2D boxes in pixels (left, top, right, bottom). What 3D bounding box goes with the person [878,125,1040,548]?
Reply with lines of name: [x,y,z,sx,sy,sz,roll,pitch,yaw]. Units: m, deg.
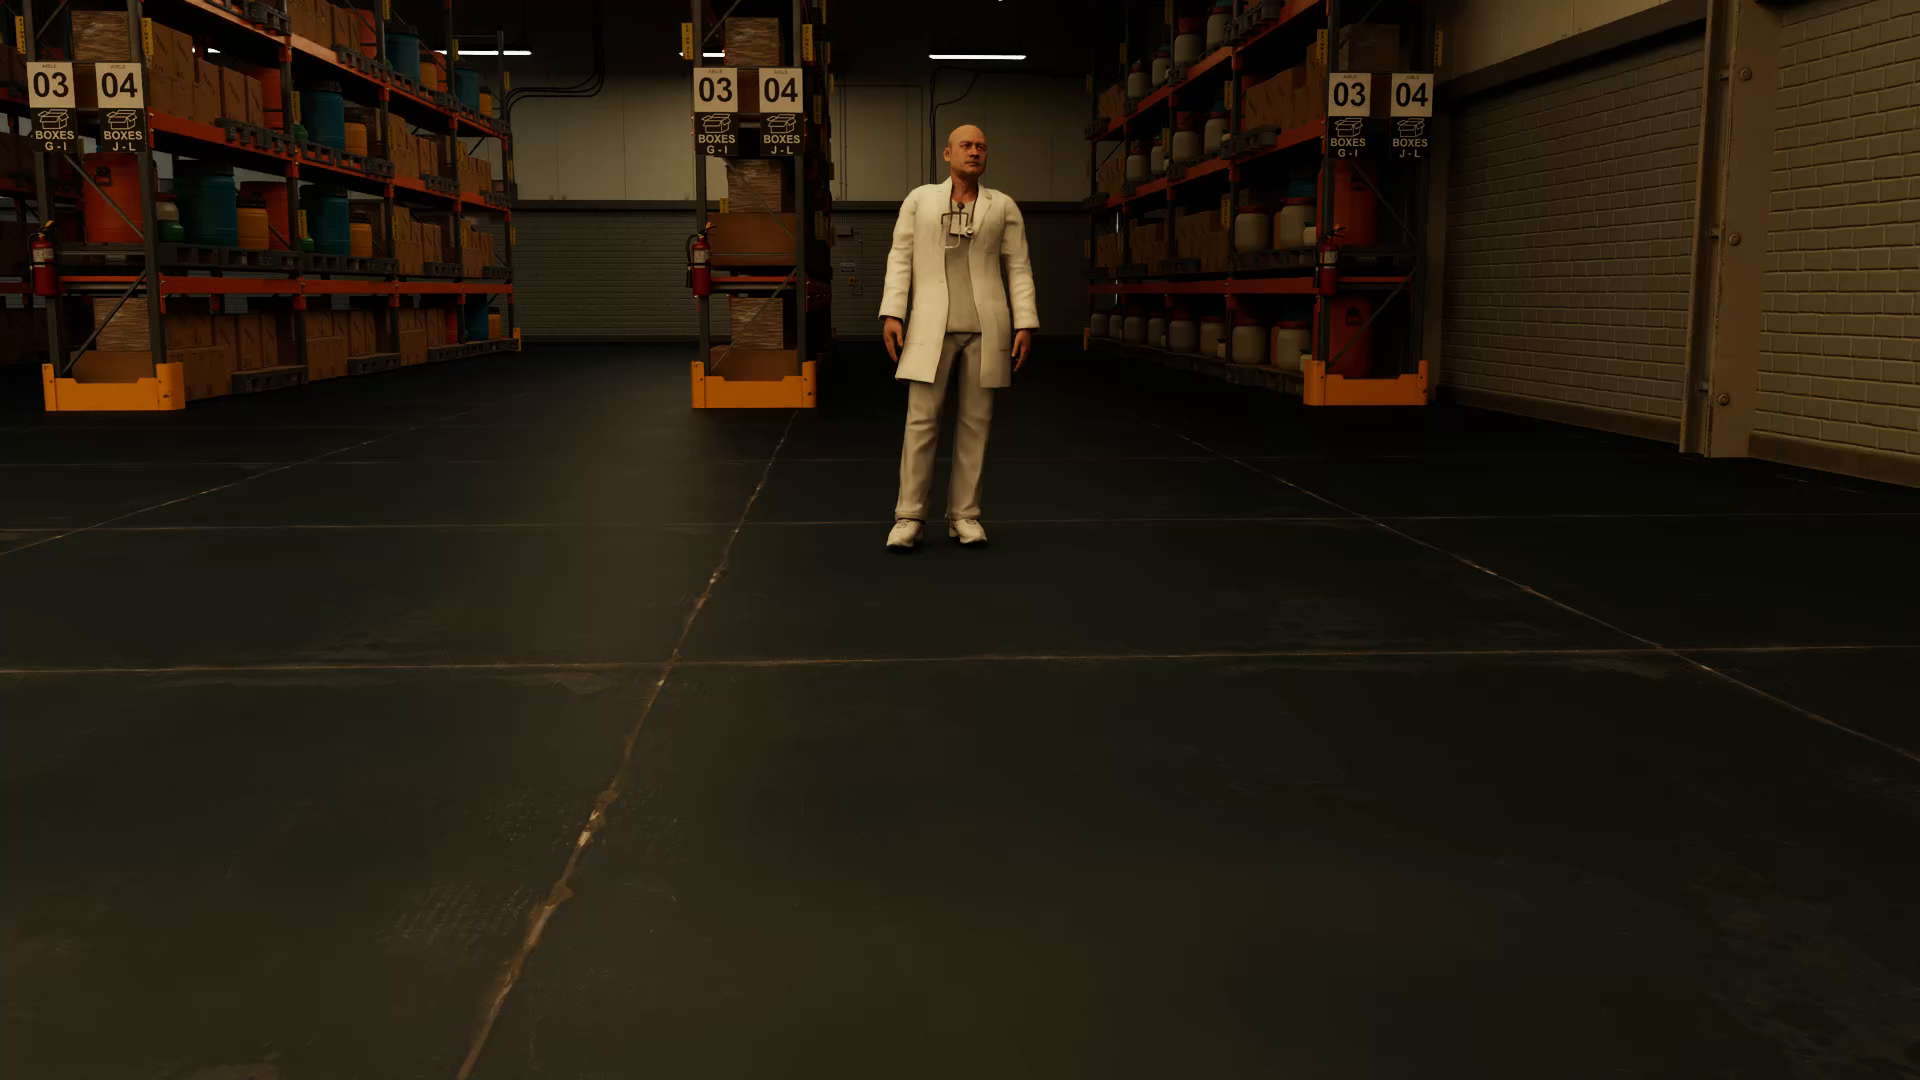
person: [0.002,-0.873,7.088,0.696,1.778,0.578,-1,8,-4]
